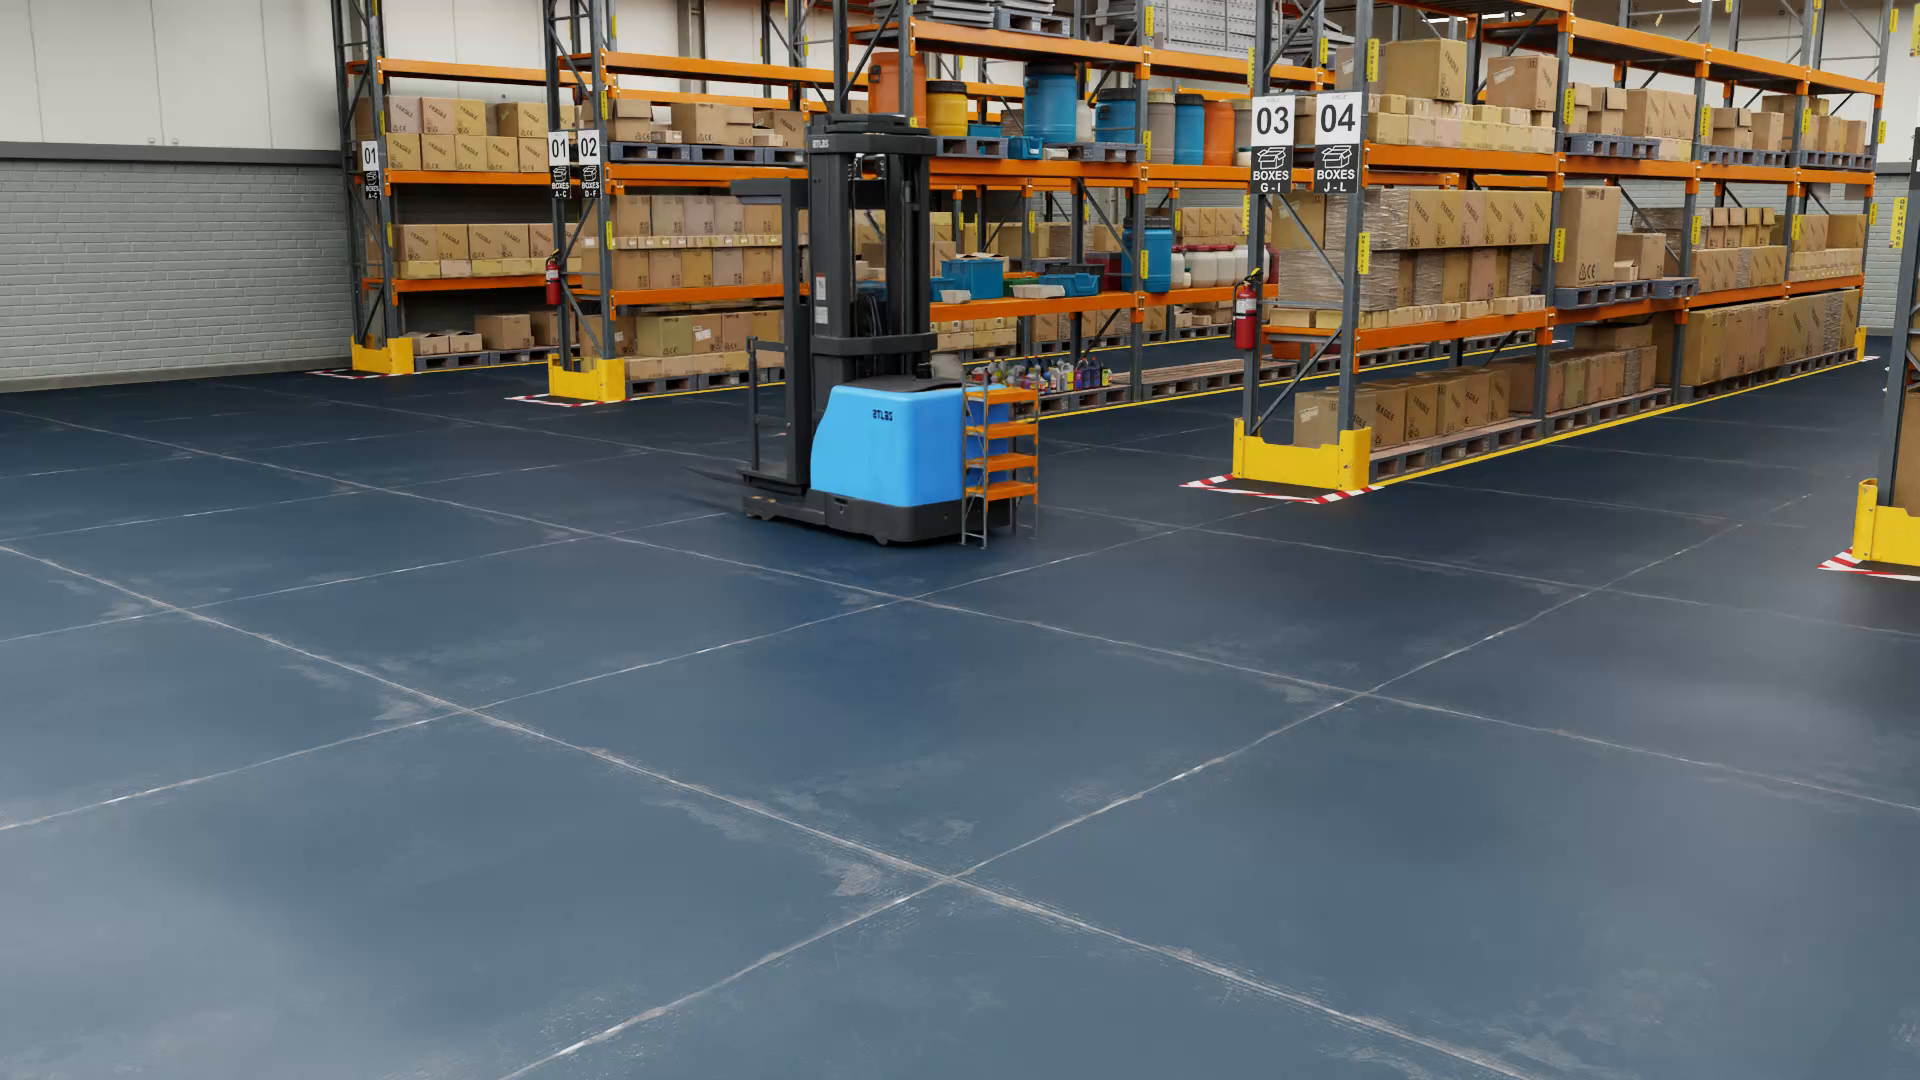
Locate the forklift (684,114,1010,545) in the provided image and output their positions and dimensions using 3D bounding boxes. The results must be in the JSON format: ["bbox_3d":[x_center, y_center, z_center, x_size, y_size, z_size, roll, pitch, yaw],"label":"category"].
[{"bbox_3d":[-0.993,-1.635,12.413,1.130,2.935,3.031,-10,15,-41],"label":"forklift"}]

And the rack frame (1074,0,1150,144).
[{"bbox_3d":[1.767,-6.130,19.426,1.000,3.000,0.127,10,15,40],"label":"rack frame"}]

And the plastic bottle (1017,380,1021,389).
[{"bbox_3d":[0.626,-1.685,18.509,0.097,0.201,0.097,0,11,0],"label":"plastic bottle"}]

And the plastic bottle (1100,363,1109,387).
[{"bbox_3d":[1.697,-1.958,19.669,0.061,0.283,0.133,11,16,43],"label":"plastic bottle"}]

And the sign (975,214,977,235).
[{"bbox_3d":[0.275,-5.015,26.408,0.100,0.325,0.005,10,15,40],"label":"sign"}]

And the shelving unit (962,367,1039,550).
[{"bbox_3d":[0.279,-0.572,11.514,0.503,1.200,0.258,-10,15,-41],"label":"shelving unit"}]

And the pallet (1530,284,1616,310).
[{"bbox_3d":[6.101,-2.547,17.295,1.003,0.211,1.213,10,15,40],"label":"pallet"}]

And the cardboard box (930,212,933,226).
[{"bbox_3d":[-0.855,-6.043,31.326,0.500,0.250,0.500,10,15,42],"label":"cardboard box"}]

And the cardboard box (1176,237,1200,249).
[{"bbox_3d":[3.871,-5.095,29.305,0.500,0.500,0.500,10,15,42],"label":"cardboard box"}]

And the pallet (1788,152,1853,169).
[{"bbox_3d":[12.122,-5.450,23.906,1.003,0.211,1.213,10,15,40],"label":"pallet"}]

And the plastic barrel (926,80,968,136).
[{"bbox_3d":[-0.216,-4.553,17.636,0.600,0.588,0.600,0,11,0],"label":"plastic barrel"}]

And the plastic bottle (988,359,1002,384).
[{"bbox_3d":[0.395,-1.922,19.315,0.144,0.351,0.185,11,15,43],"label":"plastic bottle"}]

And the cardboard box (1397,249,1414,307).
[{"bbox_3d":[3.471,-2.320,14.656,0.875,0.500,0.500,10,15,40],"label":"cardboard box"}]

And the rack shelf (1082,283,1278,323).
[{"bbox_3d":[3.087,-3.129,21.558,1.077,0.370,4.000,10,15,40],"label":"rack shelf"}]

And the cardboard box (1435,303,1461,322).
[{"bbox_3d":[4.277,-2.055,14.984,0.380,0.149,0.250,10,15,40],"label":"cardboard box"}]

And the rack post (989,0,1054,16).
[{"bbox_3d":[0.382,-5.793,17.935,0.937,0.300,0.954,9,15,39],"label":"rack post"}]

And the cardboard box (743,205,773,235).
[{"bbox_3d":[-2.903,-4.300,22.014,0.700,0.500,0.500,10,15,40],"label":"cardboard box"}]

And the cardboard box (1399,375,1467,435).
[{"bbox_3d":[4.470,-1.287,15.808,0.500,0.500,0.500,8,14,35],"label":"cardboard box"}]

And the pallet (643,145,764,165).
[{"bbox_3d":[-3.300,-4.949,21.398,1.003,0.211,1.213,10,15,40],"label":"pallet"}]

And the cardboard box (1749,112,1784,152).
[{"bbox_3d":[10.393,-5.364,21.922,0.700,0.500,0.500,10,15,42],"label":"cardboard box"}]

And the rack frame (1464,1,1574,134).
[{"bbox_3d":[5.488,-5.489,16.220,1.000,3.000,0.127,10,15,40],"label":"rack frame"}]

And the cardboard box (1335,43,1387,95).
[{"bbox_3d":[3.680,-4.131,14.785,0.500,0.500,0.500,10,15,40],"label":"cardboard box"}]

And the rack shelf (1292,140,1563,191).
[{"bbox_3d":[4.167,-3.372,15.111,1.077,0.370,4.000,10,15,40],"label":"rack shelf"}]

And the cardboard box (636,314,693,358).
[{"bbox_3d":[-3.742,-2.590,21.052,0.500,0.500,0.500,10,15,40],"label":"cardboard box"}]

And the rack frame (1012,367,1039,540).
[{"bbox_3d":[0.460,-0.605,11.675,0.015,1.200,0.240,-10,15,-41],"label":"rack frame"}]

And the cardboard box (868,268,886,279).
[{"bbox_3d":[-1.213,-3.810,23.768,0.380,0.149,0.250,10,15,40],"label":"cardboard box"}]

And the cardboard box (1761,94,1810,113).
[{"bbox_3d":[11.394,-6.005,22.961,0.500,0.250,0.500,9,14,37],"label":"cardboard box"}]

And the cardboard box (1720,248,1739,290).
[{"bbox_3d":[9.328,-3.373,20.687,0.500,0.500,0.500,9,15,39],"label":"cardboard box"}]

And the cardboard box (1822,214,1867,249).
[{"bbox_3d":[13.285,-4.648,25.030,0.500,0.500,0.500,10,15,41],"label":"cardboard box"}]

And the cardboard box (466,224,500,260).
[{"bbox_3d":[-7.095,-4.362,24.311,0.500,0.500,0.500,9,14,39],"label":"cardboard box"}]

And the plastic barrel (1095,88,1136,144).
[{"bbox_3d":[1.940,-5.008,20.186,0.600,0.901,0.708,10,15,40],"label":"plastic barrel"}]

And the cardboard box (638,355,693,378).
[{"bbox_3d":[-3.743,-2.222,21.127,0.500,0.250,0.500,10,15,40],"label":"cardboard box"}]

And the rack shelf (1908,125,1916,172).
[{"bbox_3d":[7.827,-2.715,11.826,1.077,0.370,4.000,10,15,40],"label":"rack shelf"}]

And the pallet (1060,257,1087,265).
[{"bbox_3d":[1.969,-4.610,27.624,1.003,0.211,1.213,10,15,40],"label":"pallet"}]

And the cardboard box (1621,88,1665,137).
[{"bbox_3d":[7.332,-4.651,18.149,0.500,0.500,0.500,10,15,41],"label":"cardboard box"}]

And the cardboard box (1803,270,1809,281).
[{"bbox_3d":[11.560,-3.679,23.116,0.380,0.149,0.250,10,15,42],"label":"cardboard box"}]

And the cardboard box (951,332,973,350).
[{"bbox_3d":[-0.147,-3.016,25.102,0.500,0.250,0.500,10,15,42],"label":"cardboard box"}]

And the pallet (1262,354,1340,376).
[{"bbox_3d":[4.897,-2.530,23.841,1.003,0.211,1.213,10,15,40],"label":"pallet"}]

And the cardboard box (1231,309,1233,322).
[{"bbox_3d":[5.147,-4.214,31.049,0.500,0.250,0.500,10,15,40],"label":"cardboard box"}]

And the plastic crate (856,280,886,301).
[{"bbox_3d":[-0.768,-2.639,17.645,0.499,0.251,0.616,10,15,40],"label":"plastic crate"}]

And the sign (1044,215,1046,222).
[{"bbox_3d":[1.834,-6.770,35.538,0.100,0.325,0.005,10,15,40],"label":"sign"}]

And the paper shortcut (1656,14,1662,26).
[{"bbox_3d":[8.605,-6.408,20.466,0.009,0.170,0.078,23,-8,37],"label":"paper shortcut"}]

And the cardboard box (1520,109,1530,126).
[{"bbox_3d":[5.145,-3.980,15.685,0.380,0.149,0.250,9,14,38],"label":"cardboard box"}]

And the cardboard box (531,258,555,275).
[{"bbox_3d":[-6.415,-4.148,25.153,0.500,0.250,0.500,10,15,40],"label":"cardboard box"}]

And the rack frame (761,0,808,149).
[{"bbox_3d":[-3.034,-7.999,28.786,1.000,3.000,0.127,10,15,40],"label":"rack frame"}]

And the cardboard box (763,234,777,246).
[{"bbox_3d":[-2.643,-3.979,22.063,0.380,0.149,0.250,10,15,40],"label":"cardboard box"}]

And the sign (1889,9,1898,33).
[{"bbox_3d":[13.807,-7.680,24.599,0.100,0.325,0.005,10,15,40],"label":"sign"}]

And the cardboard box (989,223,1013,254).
[{"bbox_3d":[0.462,-5.977,33.214,0.980,0.700,0.700,9,15,39],"label":"cardboard box"}]

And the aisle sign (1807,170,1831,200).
[{"bbox_3d":[13.231,-5.637,25.640,0.394,0.787,0.004,10,15,40],"label":"aisle sign"}]

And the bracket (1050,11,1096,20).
[{"bbox_3d":[1.660,-10.962,34.429,0.076,0.066,4.783,10,15,40],"label":"bracket"}]

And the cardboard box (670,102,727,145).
[{"bbox_3d":[-3.290,-5.244,20.965,0.500,0.500,0.500,10,15,40],"label":"cardboard box"}]

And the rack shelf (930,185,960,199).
[{"bbox_3d":[-1.714,-6.470,30.623,1.077,0.370,4.000,10,15,40],"label":"rack shelf"}]

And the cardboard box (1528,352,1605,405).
[{"bbox_3d":[6.607,-1.775,18.200,0.700,0.500,0.500,8,14,36],"label":"cardboard box"}]

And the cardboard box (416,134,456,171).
[{"bbox_3d":[-7.525,-5.501,23.632,0.500,0.500,0.500,-11,16,-44],"label":"cardboard box"}]
